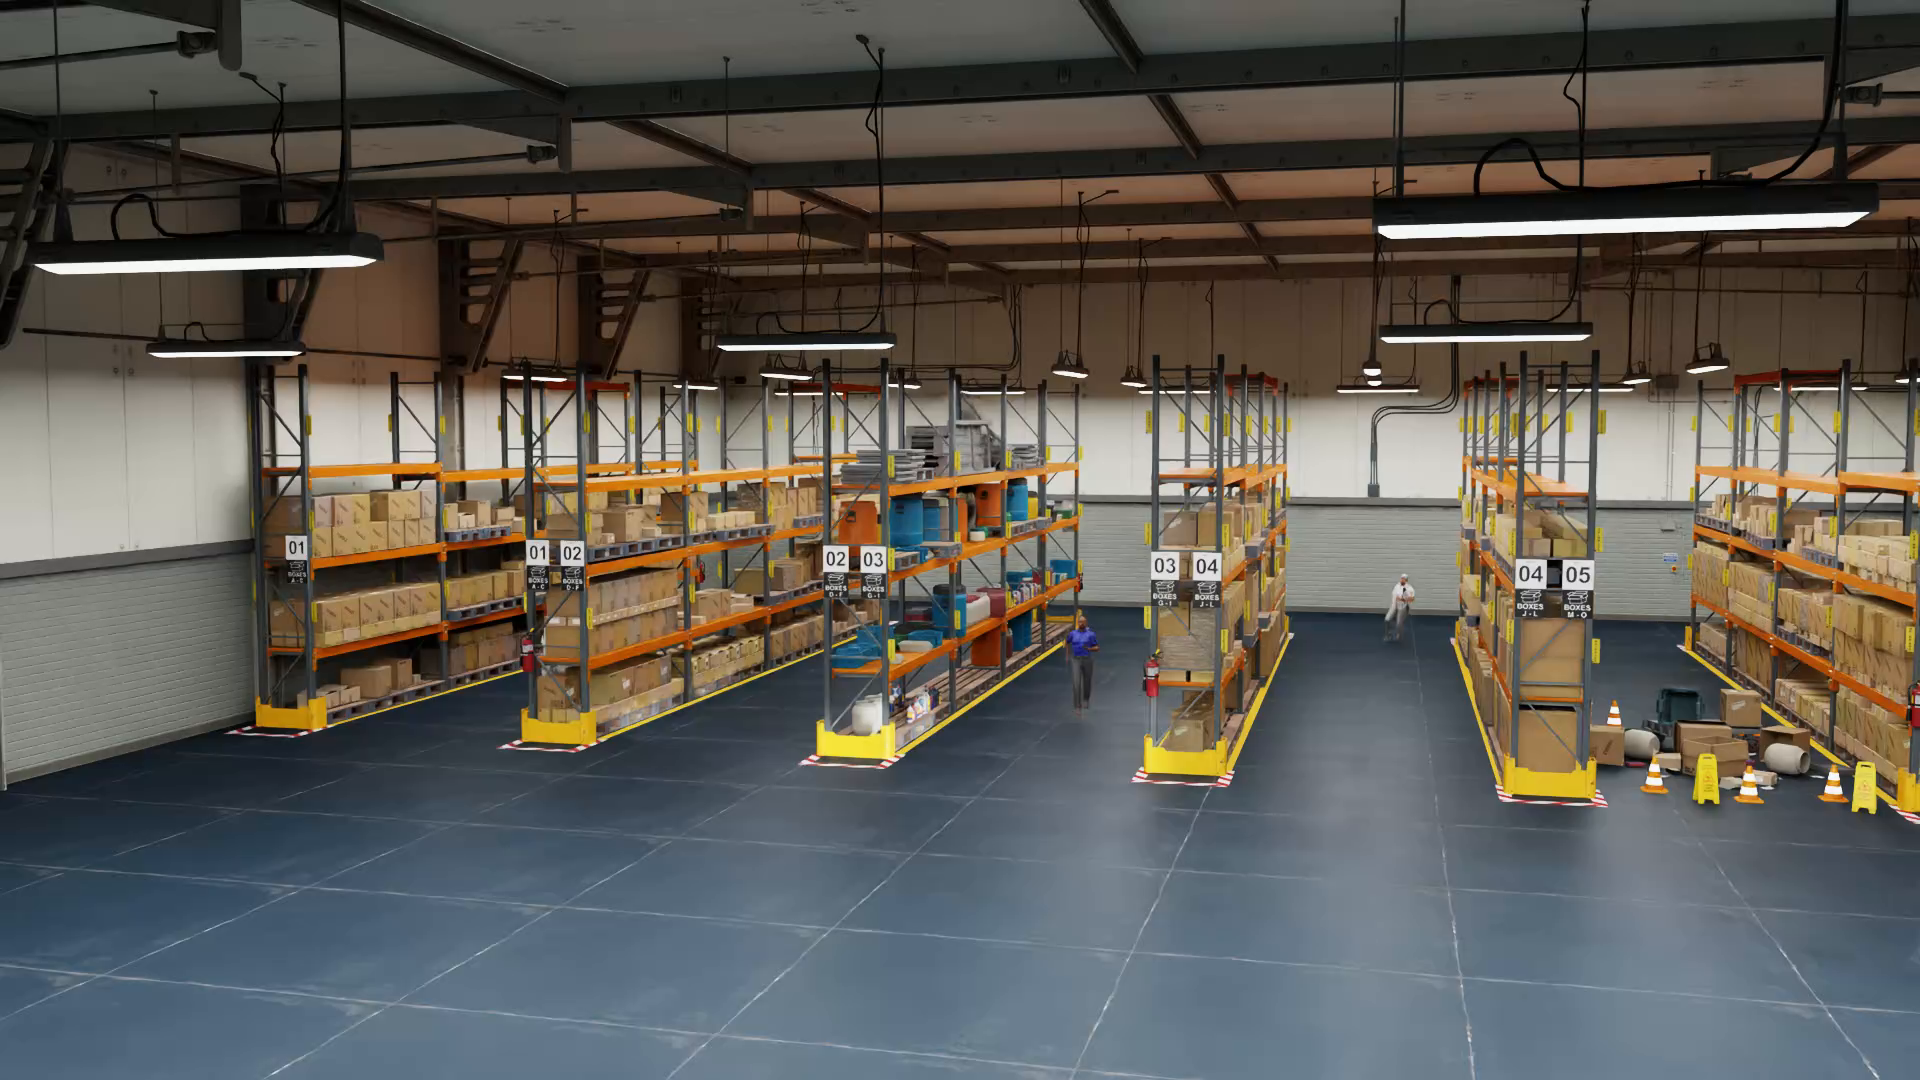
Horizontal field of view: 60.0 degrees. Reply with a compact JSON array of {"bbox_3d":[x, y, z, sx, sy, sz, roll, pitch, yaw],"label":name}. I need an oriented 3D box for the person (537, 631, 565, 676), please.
[{"bbox_3d":[-7.129,2.087,29.187,0.657,1.796,0.987,1,4,11],"label":"person"}]

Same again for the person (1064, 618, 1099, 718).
[{"bbox_3d":[2.044,2.122,27.988,0.580,1.631,0.935,0,4,4],"label":"person"}]

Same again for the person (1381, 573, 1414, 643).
[{"bbox_3d":[10.113,1.569,38.190,0.714,1.643,0.667,4,5,42],"label":"person"}]
